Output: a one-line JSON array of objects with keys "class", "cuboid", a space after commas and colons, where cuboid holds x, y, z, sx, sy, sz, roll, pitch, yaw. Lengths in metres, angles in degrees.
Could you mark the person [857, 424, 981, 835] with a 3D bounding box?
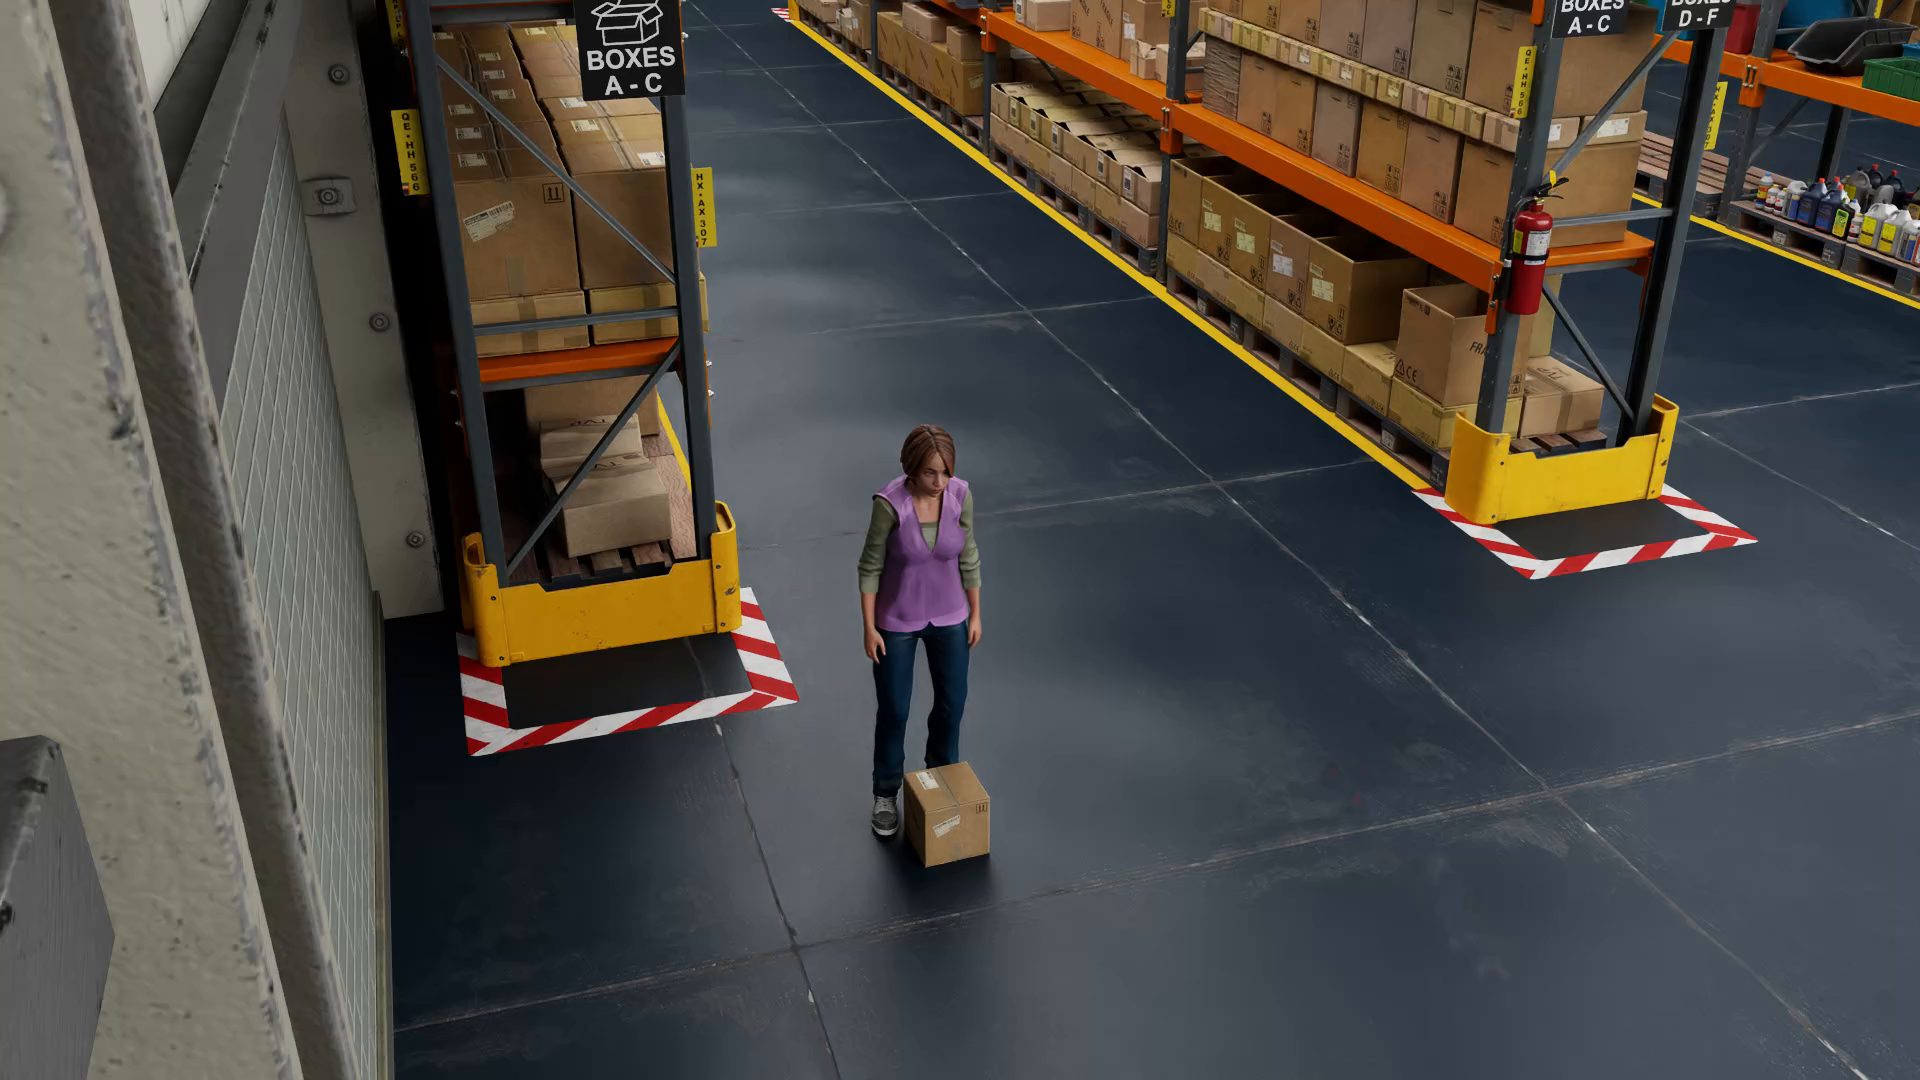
[{"class": "person", "cuboid": [-0.138, 0.306, 6.019, 0.460, 1.593, 0.345, -9, 28, -17]}]
